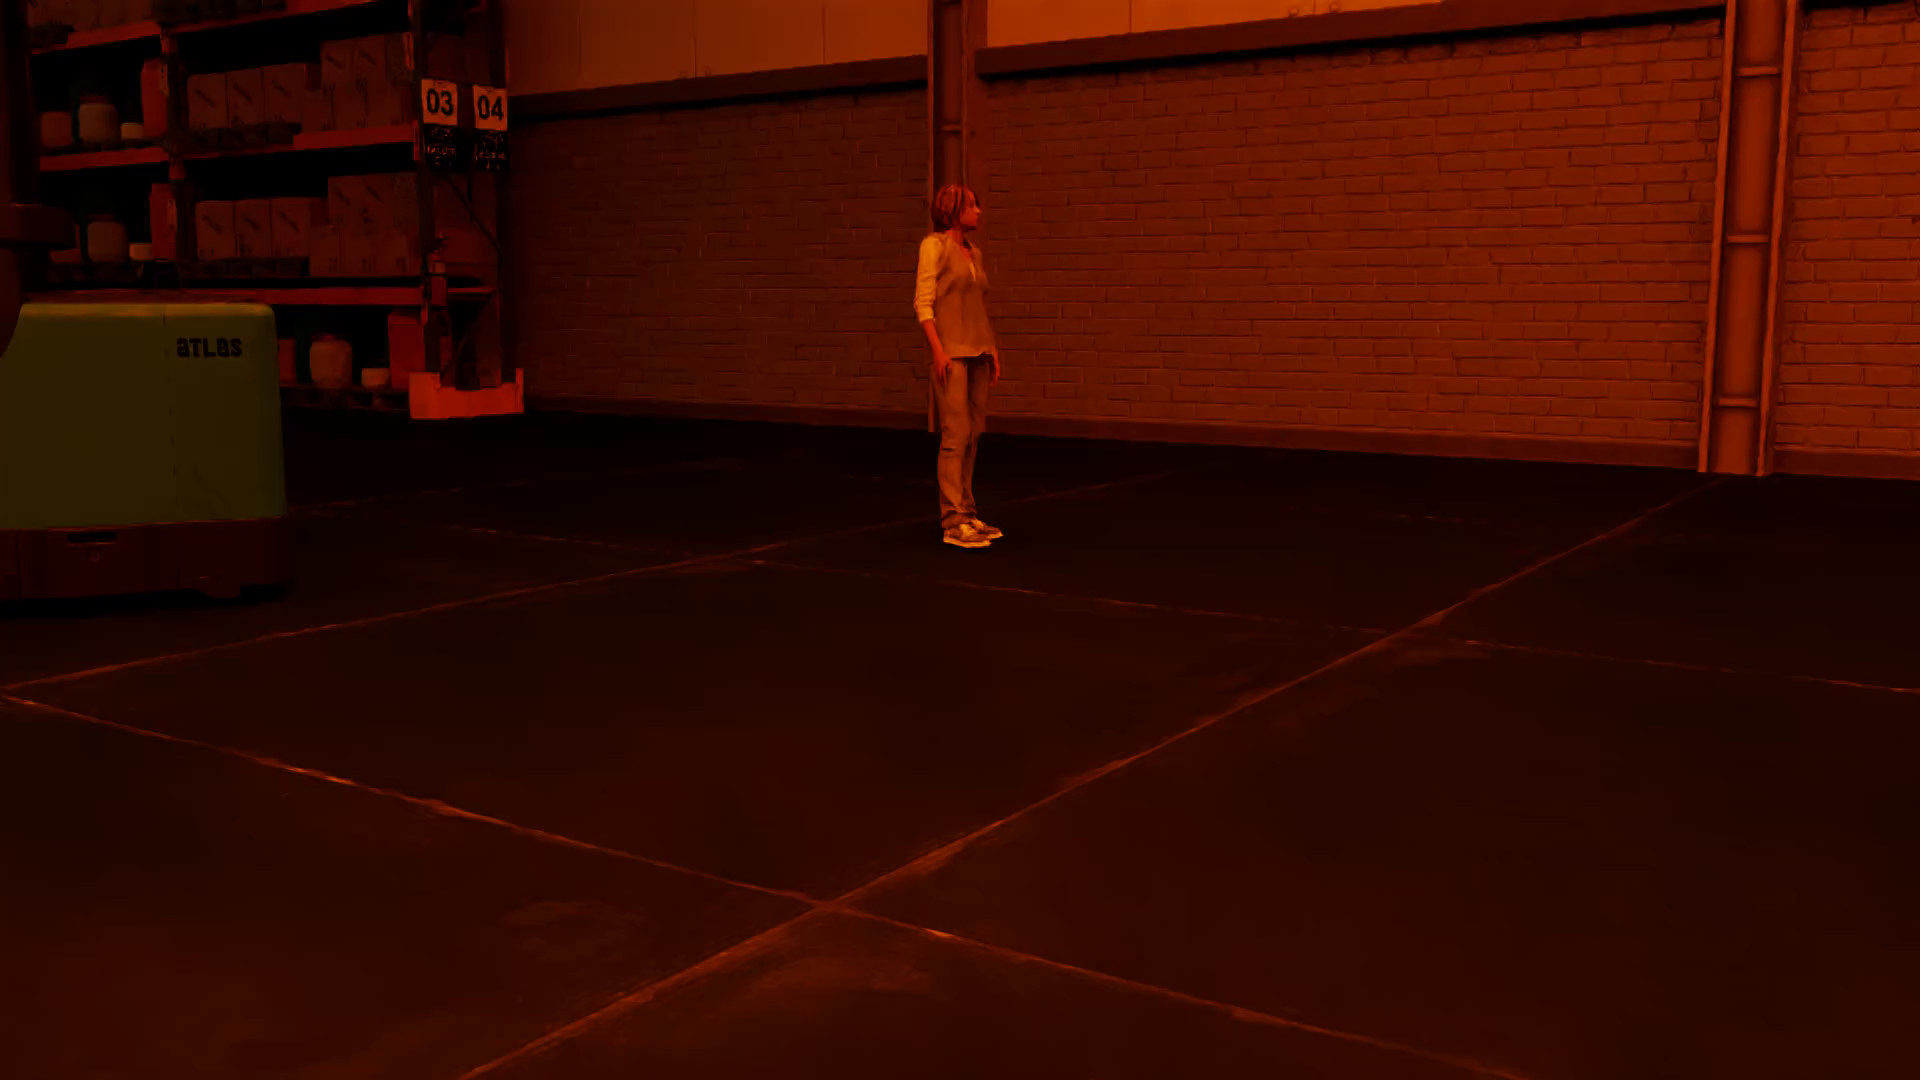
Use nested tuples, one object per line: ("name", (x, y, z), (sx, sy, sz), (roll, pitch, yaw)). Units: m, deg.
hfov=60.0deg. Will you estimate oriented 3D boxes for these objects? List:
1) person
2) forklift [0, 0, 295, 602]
("person", (0.054, -0.790, 7.438), (0.474, 1.597, 0.521), (5, 10, 34))
("forklift", (-4.002, -1.211, 5.710), (3.031, 2.935, 1.130), (-3, 9, -23))
